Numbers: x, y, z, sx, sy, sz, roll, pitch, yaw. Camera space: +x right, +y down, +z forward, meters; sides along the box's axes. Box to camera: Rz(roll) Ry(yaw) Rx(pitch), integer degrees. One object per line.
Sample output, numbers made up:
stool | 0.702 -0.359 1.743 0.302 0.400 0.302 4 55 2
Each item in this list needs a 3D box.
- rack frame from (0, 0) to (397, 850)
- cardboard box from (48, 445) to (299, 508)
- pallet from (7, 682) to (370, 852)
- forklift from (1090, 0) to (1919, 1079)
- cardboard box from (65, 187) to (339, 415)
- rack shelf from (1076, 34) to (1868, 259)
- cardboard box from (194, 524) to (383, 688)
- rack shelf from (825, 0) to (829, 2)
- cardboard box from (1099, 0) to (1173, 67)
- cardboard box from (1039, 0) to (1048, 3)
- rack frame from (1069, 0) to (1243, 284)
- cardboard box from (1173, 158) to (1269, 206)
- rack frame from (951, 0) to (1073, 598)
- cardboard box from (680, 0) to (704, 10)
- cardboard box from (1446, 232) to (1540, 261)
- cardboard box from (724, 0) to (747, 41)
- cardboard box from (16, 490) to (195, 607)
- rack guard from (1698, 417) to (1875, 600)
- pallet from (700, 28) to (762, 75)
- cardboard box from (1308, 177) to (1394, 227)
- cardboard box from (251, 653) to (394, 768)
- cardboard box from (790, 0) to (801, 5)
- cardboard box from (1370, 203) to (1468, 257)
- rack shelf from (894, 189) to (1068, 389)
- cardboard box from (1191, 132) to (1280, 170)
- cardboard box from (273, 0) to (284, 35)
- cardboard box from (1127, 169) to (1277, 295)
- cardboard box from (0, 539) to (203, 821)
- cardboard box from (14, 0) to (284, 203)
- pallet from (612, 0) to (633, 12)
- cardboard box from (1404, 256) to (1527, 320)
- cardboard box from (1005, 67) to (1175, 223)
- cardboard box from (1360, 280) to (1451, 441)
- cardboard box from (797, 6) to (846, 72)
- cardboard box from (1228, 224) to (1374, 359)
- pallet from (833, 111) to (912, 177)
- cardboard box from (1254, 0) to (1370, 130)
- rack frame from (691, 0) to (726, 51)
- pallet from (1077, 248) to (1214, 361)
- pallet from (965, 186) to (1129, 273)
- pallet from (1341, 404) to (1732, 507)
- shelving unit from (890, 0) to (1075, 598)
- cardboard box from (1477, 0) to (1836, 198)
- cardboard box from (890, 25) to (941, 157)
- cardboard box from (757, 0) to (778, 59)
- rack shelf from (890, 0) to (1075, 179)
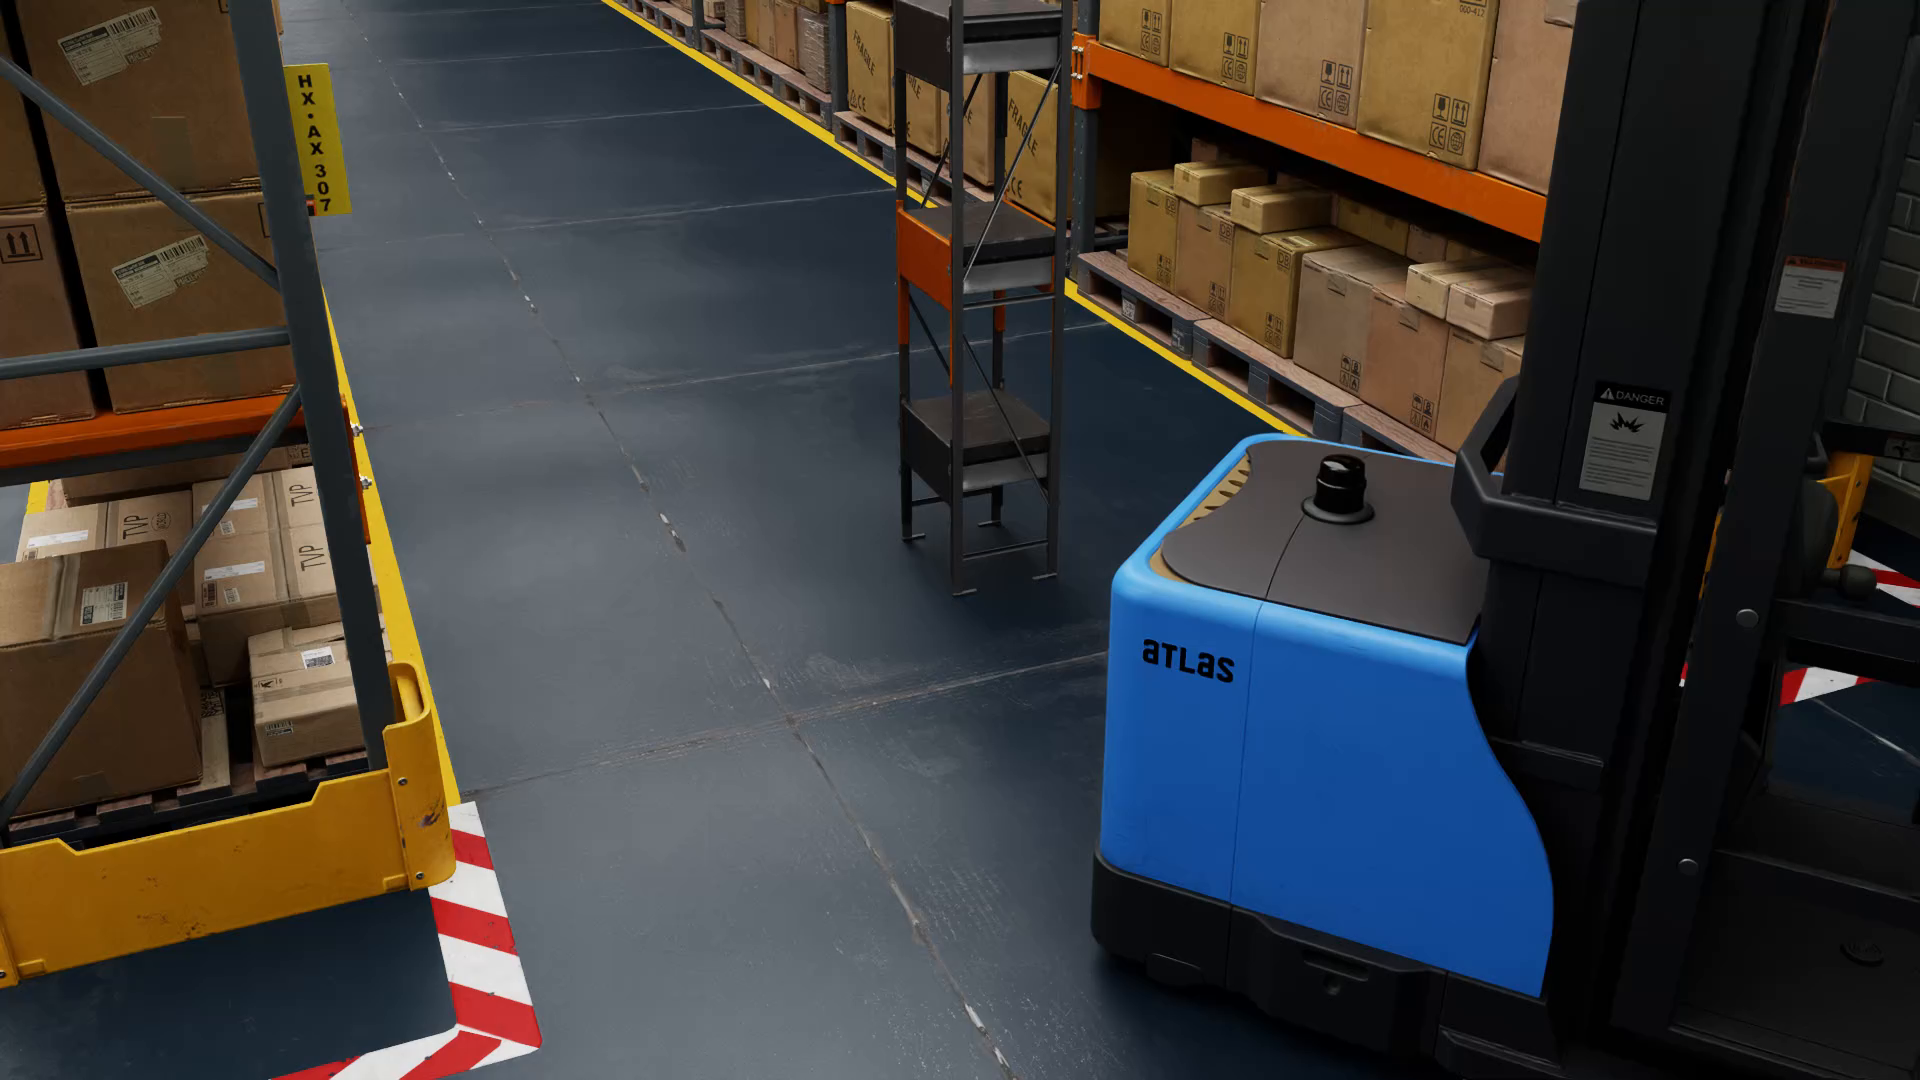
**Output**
rack frame | -1.902 -0.386 3.623 1.000 3.000 0.127 -11 28 -21
cardboard box | -2.728 -0.320 5.830 0.797 0.503 0.637 -11 28 -21
pallet | -2.245 0.514 4.956 1.003 0.211 1.213 -11 28 -21
forklift | 1.872 -0.168 3.254 3.031 2.935 1.130 13 29 24
cardboard box | -1.833 -0.656 4.060 0.500 0.500 0.500 -10 28 -20
rack shelf | 1.871 -1.723 7.181 1.077 0.370 4.000 -11 28 -21
cardboard box | -2.050 0.181 5.092 0.500 0.250 0.500 -11 28 -21
rack shelf | -1.262 -4.953 13.795 1.077 0.370 4.000 -11 28 -21
cardboard box | 1.285 -2.767 8.156 0.980 0.700 0.700 -10 28 -20
cardboard box | 0.574 -2.936 9.107 0.380 0.149 0.250 -10 28 -20
rack frame | 1.088 -2.854 8.676 1.000 3.000 0.127 -11 28 -21
cardboard box | 1.253 -1.722 7.989 0.380 0.149 0.250 -10 28 -19
rack frame | 0.160 -0.778 5.451 0.400 2.100 0.015 -11 28 -21
cardboard box | -2.488 -5.570 16.587 0.500 0.500 0.500 -13 29 -24
cardboard box | 2.225 -1.151 6.819 0.380 0.149 0.250 -10 28 -20
cardboard box | -1.741 -4.864 15.140 0.700 0.500 0.500 -10 28 -19
cardboard box | -2.686 0.086 5.288 0.500 0.250 0.500 -11 28 -21
rack guard | 2.664 -0.106 5.898 1.175 0.500 0.348 -11 28 -21
pallet | -1.739 -4.516 15.260 1.003 0.211 1.213 -11 28 -21
cardboard box | 1.822 -1.563 7.664 0.380 0.149 0.250 -10 28 -20
cardboard box | -1.750 0.469 4.619 0.380 0.149 0.250 -11 28 -21
cardboard box | -1.180 -4.610 13.765 0.500 0.250 0.500 -11 28 -21
cardboard box | 2.023 -1.357 7.241 0.380 0.149 0.250 -10 28 -20
rack shelf | 0.065 -0.864 5.658 0.431 0.518 0.480 -11 28 -21
cardboard box | 1.412 -1.984 8.526 0.380 0.149 0.250 -11 28 -21
cardboard box | -3.448 -2.465 7.286 0.700 0.500 0.500 -22 34 -37
cardboard box | 1.286 -1.600 8.478 0.700 0.500 0.500 -10 28 -20
cardboard box | -2.342 0.362 4.437 0.500 0.500 0.500 -11 28 -21
cardboard box | -1.833 -1.105 3.841 0.500 0.500 0.500 -10 28 -19
pallet | -3.296 -6.081 18.463 1.003 0.211 1.213 -11 28 -21
cardboard box | 1.970 -0.985 6.480 0.380 0.149 0.250 -10 28 -19
cardboard box | 0.714 -2.317 9.548 0.750 0.750 0.750 -10 28 -20
cardboard box | 2.092 -0.772 6.783 0.700 0.500 0.500 -11 28 -21
cardboard box | -0.903 -4.053 13.479 0.700 0.500 0.500 -11 28 -21
cardboard box | 1.679 -1.189 7.637 0.700 0.500 0.500 -10 28 -19
pallet | -0.239 -2.884 11.917 1.003 0.211 1.213 -11 28 -21
cardboard box | 1.860 -2.179 6.953 0.980 0.700 0.700 -12 28 -23
rack frame | -2.045 -6.084 15.291 1.000 3.000 0.127 -11 28 -21
pallet | 1.314 -1.280 8.632 1.003 0.211 1.213 -11 28 -21
pallet | 0.716 -1.899 9.900 1.003 0.211 1.213 -11 28 -21
pallet | 2.269 -0.295 6.614 1.003 0.211 1.213 -11 28 -21
shelving unit | 0.065 -0.877 5.652 0.431 2.100 0.503 -11 28 -21
cardboard box | 2.445 -1.578 5.721 0.980 0.700 0.700 -9 28 -18
cardboard box | 0.026 -3.017 10.982 0.750 0.750 0.750 -11 28 -21
cardboard box | -1.330 -4.451 14.295 0.700 0.500 0.500 -10 28 -20
rack shelf | 0.065 -1.493 5.351 0.431 0.518 0.480 -11 28 -21
